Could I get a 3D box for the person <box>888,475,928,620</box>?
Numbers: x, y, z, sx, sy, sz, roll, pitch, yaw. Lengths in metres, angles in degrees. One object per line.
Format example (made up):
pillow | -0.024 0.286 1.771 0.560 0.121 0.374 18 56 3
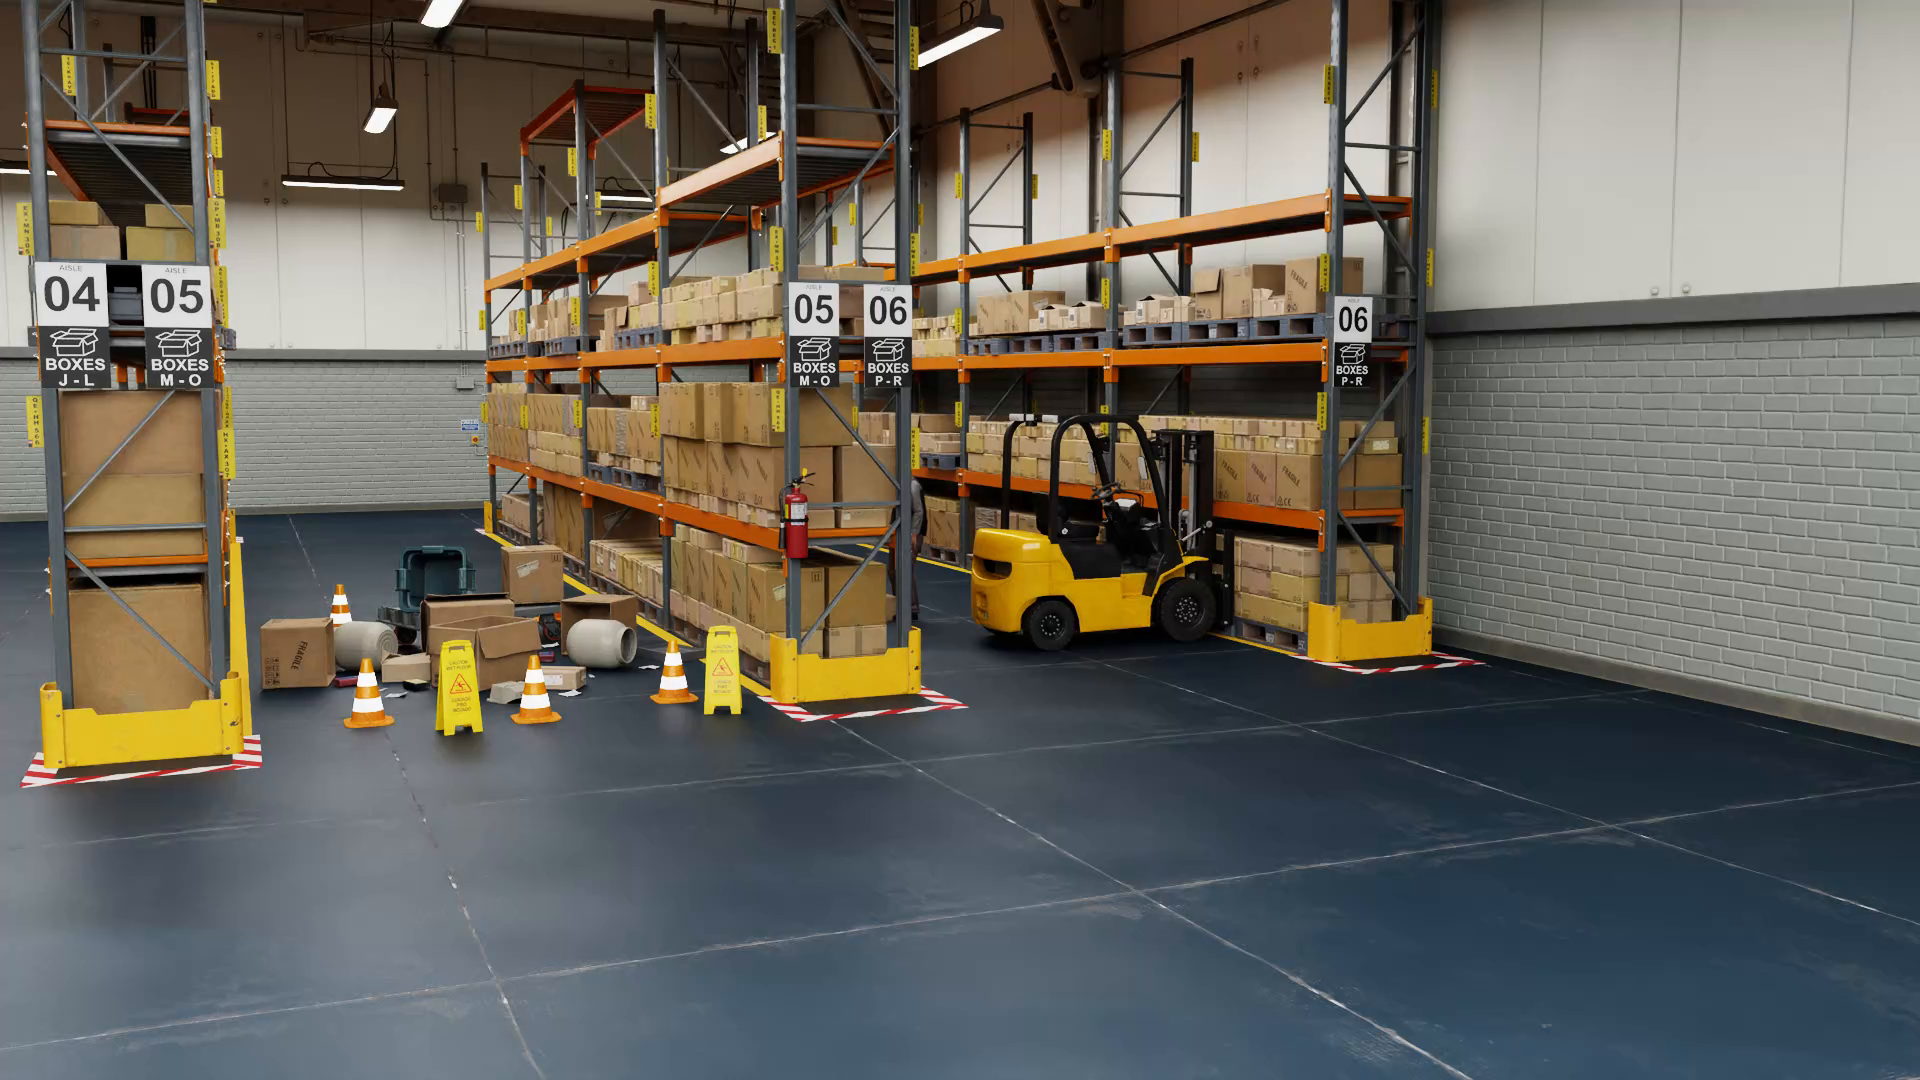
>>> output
person | -0.565 -0.039 17.306 0.422 1.719 0.581 -3 6 -27
